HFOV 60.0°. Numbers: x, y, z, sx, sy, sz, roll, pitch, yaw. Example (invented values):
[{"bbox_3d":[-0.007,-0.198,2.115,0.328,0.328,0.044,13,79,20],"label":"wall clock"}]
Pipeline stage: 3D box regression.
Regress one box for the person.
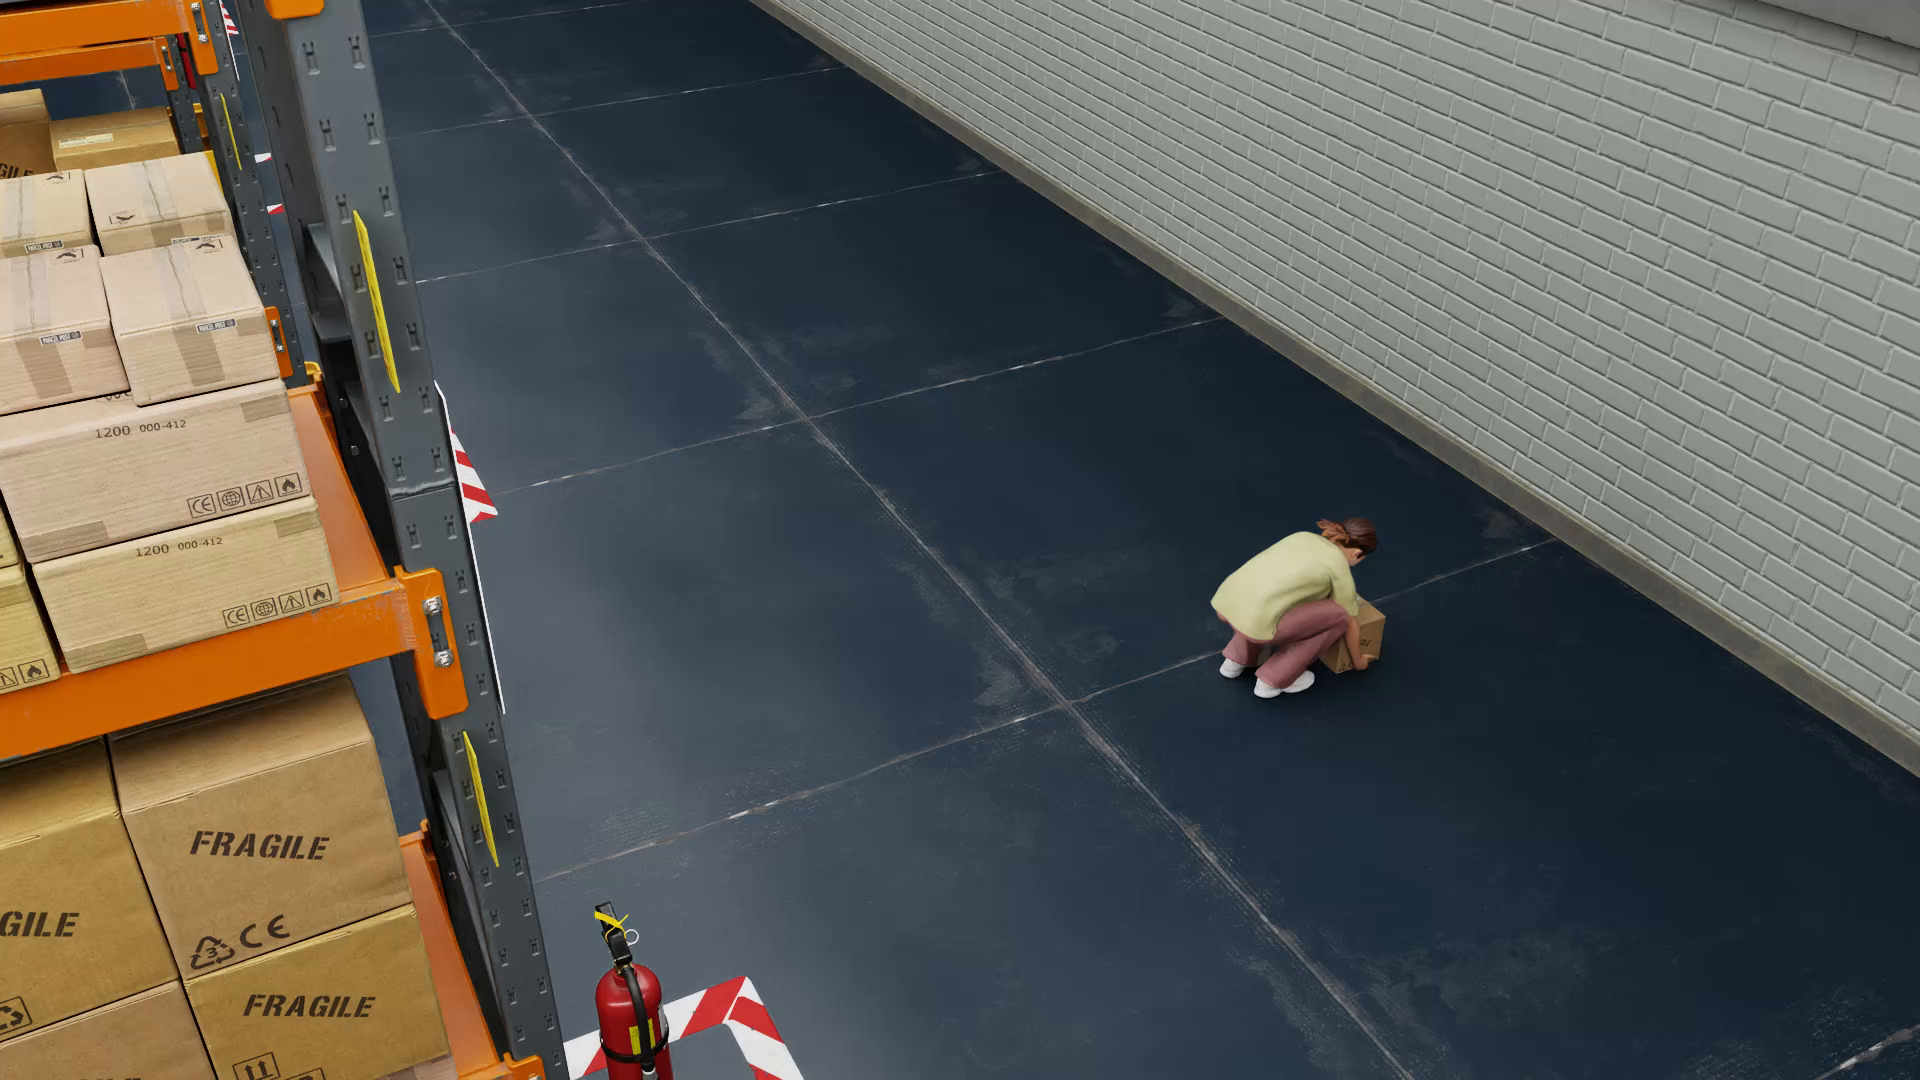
[{"bbox_3d":[1.528,0.301,7.559,0.856,0.772,0.454,-17,37,-24],"label":"person"}]
